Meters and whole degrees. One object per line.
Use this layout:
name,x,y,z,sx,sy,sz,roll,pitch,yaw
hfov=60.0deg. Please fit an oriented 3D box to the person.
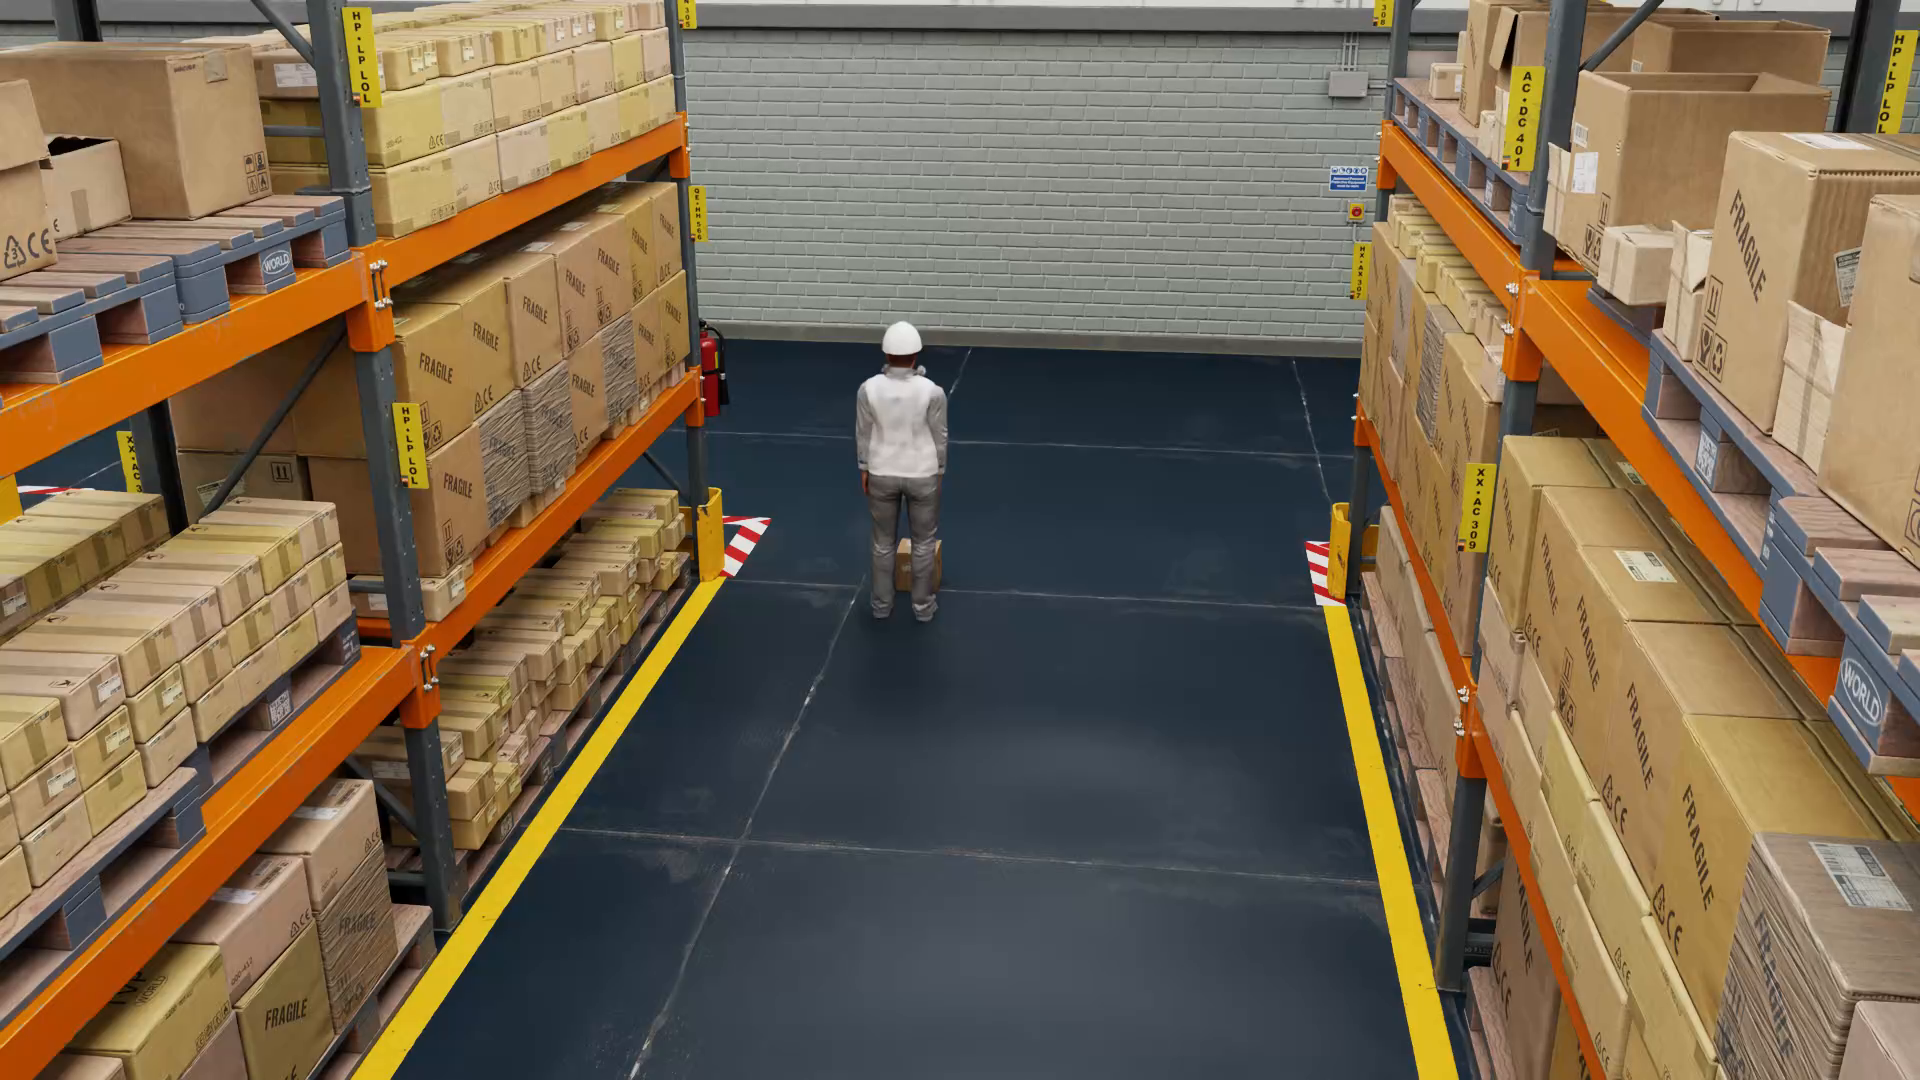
person,-0.325,-0.391,9.557,0.531,1.776,0.376,3,21,8
